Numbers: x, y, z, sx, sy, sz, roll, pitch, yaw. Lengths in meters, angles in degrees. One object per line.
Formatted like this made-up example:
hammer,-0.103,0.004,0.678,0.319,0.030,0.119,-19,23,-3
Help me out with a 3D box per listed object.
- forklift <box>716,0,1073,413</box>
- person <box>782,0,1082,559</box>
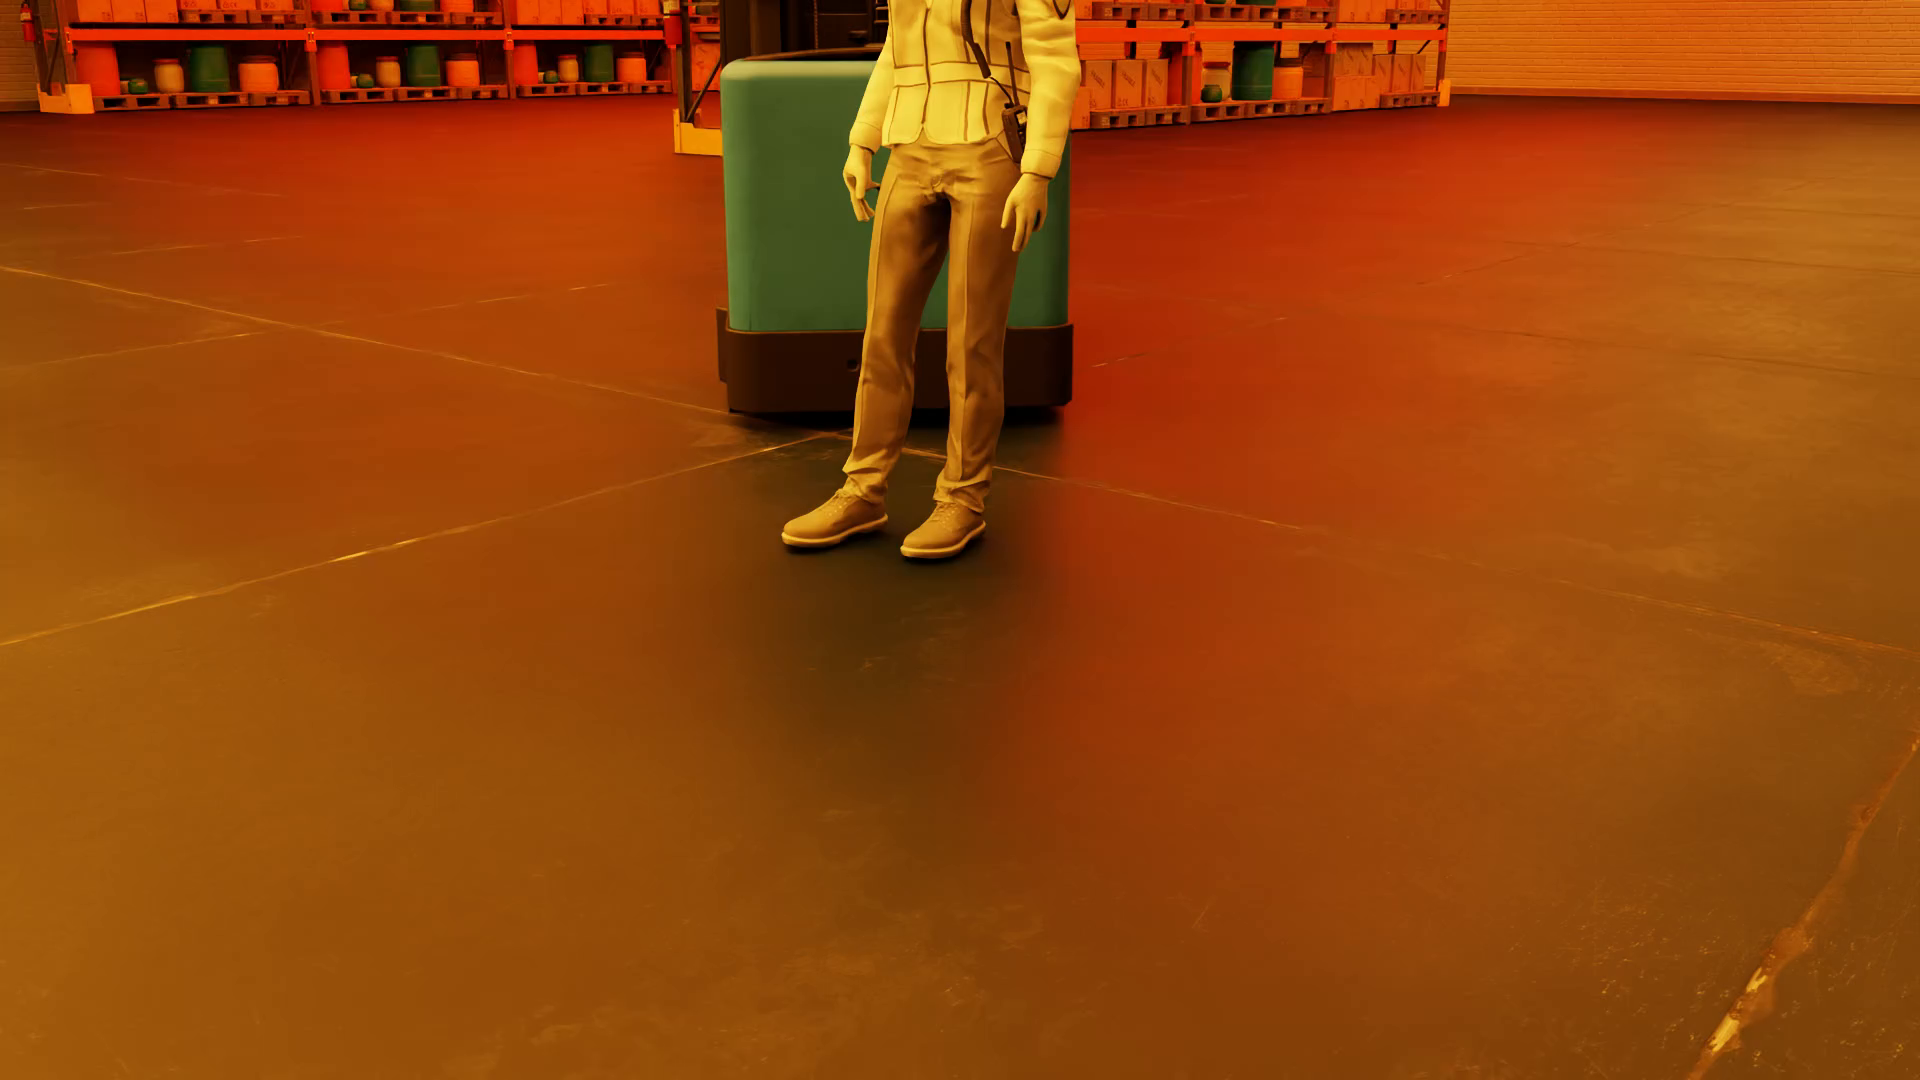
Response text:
forklift,-0.328,-2.161,6.015,1.130,2.935,3.031,-2,17,-6
person,-0.047,-0.804,3.648,0.588,1.697,0.533,13,21,37
